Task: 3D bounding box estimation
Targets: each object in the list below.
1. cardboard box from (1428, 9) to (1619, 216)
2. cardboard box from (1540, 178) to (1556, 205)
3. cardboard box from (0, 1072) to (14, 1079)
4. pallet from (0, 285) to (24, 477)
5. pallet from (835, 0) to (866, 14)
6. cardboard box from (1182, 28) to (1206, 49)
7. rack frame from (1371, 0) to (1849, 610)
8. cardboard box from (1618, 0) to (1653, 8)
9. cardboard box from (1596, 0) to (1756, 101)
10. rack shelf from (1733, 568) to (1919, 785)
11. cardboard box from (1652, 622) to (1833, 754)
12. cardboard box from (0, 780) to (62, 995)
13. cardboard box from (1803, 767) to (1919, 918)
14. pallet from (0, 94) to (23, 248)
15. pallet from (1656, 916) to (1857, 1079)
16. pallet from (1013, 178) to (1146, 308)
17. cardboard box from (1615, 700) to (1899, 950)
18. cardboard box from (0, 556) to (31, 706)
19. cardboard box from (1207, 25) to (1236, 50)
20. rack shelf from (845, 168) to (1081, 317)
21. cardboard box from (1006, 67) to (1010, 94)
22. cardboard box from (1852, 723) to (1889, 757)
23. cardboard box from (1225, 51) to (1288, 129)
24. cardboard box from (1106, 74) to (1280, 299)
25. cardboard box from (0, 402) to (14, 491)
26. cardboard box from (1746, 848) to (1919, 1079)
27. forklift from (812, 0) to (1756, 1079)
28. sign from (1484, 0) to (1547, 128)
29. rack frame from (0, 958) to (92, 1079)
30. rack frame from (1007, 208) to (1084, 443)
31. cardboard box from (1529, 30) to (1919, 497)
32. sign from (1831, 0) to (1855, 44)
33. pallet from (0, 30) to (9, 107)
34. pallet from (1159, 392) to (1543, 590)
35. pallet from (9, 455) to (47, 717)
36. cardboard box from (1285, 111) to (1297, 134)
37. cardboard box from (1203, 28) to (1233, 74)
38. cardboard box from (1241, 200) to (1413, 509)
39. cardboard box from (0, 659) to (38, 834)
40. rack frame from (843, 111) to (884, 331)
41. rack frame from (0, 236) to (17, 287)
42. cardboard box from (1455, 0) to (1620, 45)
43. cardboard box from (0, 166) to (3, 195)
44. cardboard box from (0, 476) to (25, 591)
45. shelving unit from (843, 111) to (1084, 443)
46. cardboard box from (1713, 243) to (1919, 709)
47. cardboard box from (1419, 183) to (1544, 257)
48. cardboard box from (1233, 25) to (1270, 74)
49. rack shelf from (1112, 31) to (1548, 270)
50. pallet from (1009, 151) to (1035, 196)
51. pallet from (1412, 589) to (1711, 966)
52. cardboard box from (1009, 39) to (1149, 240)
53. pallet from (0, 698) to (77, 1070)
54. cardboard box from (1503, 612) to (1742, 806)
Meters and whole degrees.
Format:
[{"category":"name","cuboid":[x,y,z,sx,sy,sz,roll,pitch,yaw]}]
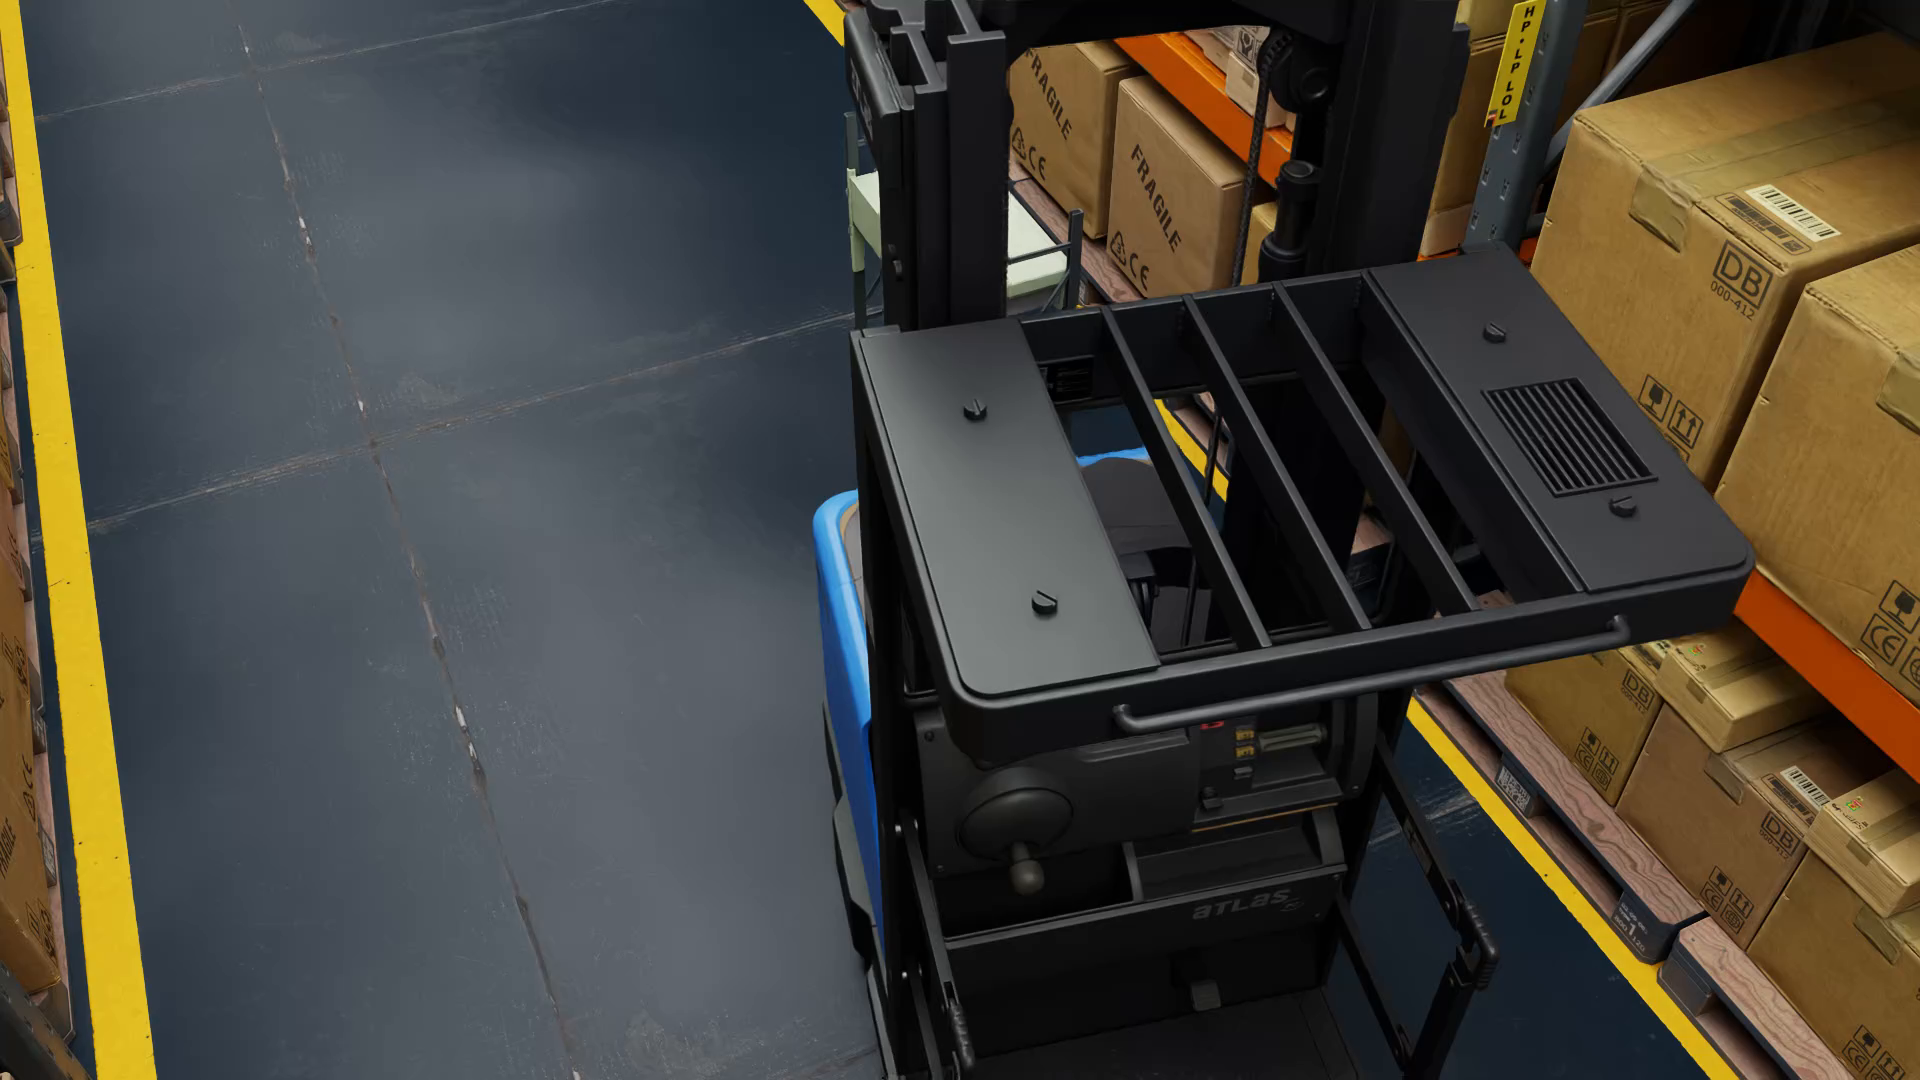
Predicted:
[{"category":"cardboard box","cuboid":[1.406,-1.298,4.633,0.500,0.500,0.500,-19,48,-18]},{"category":"cardboard box","cuboid":[1.868,-1.120,4.914,0.380,0.149,0.250,-19,48,-19]},{"category":"cardboard box","cuboid":[-2.167,1.548,3.512,0.500,0.500,0.500,-18,47,-17]},{"category":"pallet","cuboid":[-4.066,-0.534,6.141,1.003,0.211,1.213,-18,47,-17]},{"category":"pallet","cuboid":[-0.180,-2.985,8.625,1.003,0.211,1.213,-18,47,-17]},{"category":"cardboard box","cuboid":[0.935,-1.802,5.605,0.380,0.149,0.250,-19,48,-18]},{"category":"rack frame","cuboid":[1.829,-0.930,4.557,1.000,3.000,0.127,-18,47,-17]},{"category":"cardboard box","cuboid":[1.872,-1.715,4.522,0.500,0.250,0.500,-17,47,-16]},{"category":"cardboard box","cuboid":[1.864,-1.446,4.783,0.500,0.500,0.500,-20,48,-19]},{"category":"rack shelf","cuboid":[2.670,0.601,3.518,1.077,0.370,4.000,-18,47,-17]},{"category":"cardboard box","cuboid":[2.029,0.358,4.270,0.380,0.149,0.250,-17,47,-16]},{"category":"cardboard box","cuboid":[-2.646,0.888,4.180,0.500,0.500,0.500,-20,48,-19]},{"category":"cardboard box","cuboid":[2.248,0.691,3.933,0.380,0.149,0.250,-19,48,-19]},{"category":"pallet","cuboid":[-4.657,-1.557,7.178,1.003,0.211,1.213,-18,47,-17]},{"category":"pallet","cuboid":[2.594,1.349,4.233,1.003,0.211,1.213,-18,47,-17]},{"category":"pallet","cuboid":[0.919,-1.185,6.801,1.003,0.211,1.213,-18,47,-17]},{"category":"cardboard box","cuboid":[2.258,0.638,4.448,0.700,0.500,0.500,-18,48,-18]},{"category":"cardboard box","cuboid":[-3.084,0.231,4.847,0.500,0.500,0.500,-17,47,-17]},{"category":"cardboard box","cuboid":[0.979,-1.943,5.286,0.500,0.500,0.500,-18,47,-17]},{"category":"rack shelf","cuboid":[-0.003,-0.816,4.953,0.431,0.370,0.720,-18,47,-17]},{"category":"cardboard box","cuboid":[0.337,-2.356,7.233,0.750,0.750,0.750,-19,48,-18]},{"category":"cardboard box","cuboid":[2.504,0.438,4.189,0.380,0.149,0.250,-19,48,-19]},{"category":"cardboard box","cuboid":[1.070,-1.463,5.261,0.380,0.149,0.250,-18,47,-17]},{"category":"cardboard box","cuboid":[1.061,-1.256,6.118,0.750,0.750,0.750,-17,47,-16]},{"category":"cardboard box","cuboid":[-3.522,-0.424,5.510,0.500,0.500,0.500,-20,48,-19]},{"category":"cardboard box","cuboid":[2.472,0.966,4.116,0.700,0.500,0.500,-17,47,-16]},{"category":"forklift","cuboid":[0.426,0.538,3.118,1.130,2.935,3.031,-9,45,-9]},{"category":"sign","cuboid":[1.341,-1.147,4.009,0.100,0.325,0.005,-18,47,-17]},{"category":"rack frame","cuboid":[-2.661,0.534,3.073,0.949,2.616,0.053,-18,47,-17]},{"category":"rack frame","cuboid":[0.151,-0.305,4.991,0.400,1.500,0.023,-18,47,-17]},{"category":"cardboard box","cuboid":[2.042,-0.686,4.096,0.980,0.700,0.700,-17,47,-17]},{"category":"sign","cuboid":[2.332,-1.431,4.392,0.100,0.325,0.005,-18,47,-17]},{"category":"pallet","cuboid":[-5.166,-2.334,7.965,1.003,0.211,1.213,-18,47,-17]},{"category":"pallet","cuboid":[1.436,-0.407,6.012,1.003,0.211,1.213,-18,47,-17]},{"category":"pallet","cuboid":[-3.557,0.242,5.354,1.003,0.211,1.213,-18,47,-17]},{"category":"cardboard box","cuboid":[1.234,-1.312,5.108,0.380,0.149,0.250,-17,47,-16]},{"category":"cardboard box","cuboid":[1.027,-1.638,5.439,0.380,0.149,0.250,-18,47,-17]},{"category":"cardboard box","cuboid":[1.438,-0.690,5.545,0.750,0.750,0.750,-18,47,-17]},{"category":"cardboard box","cuboid":[-2.881,0.552,4.522,0.500,0.500,0.500,-17,47,-17]},{"category":"rack frame","cuboid":[-0.157,-0.771,5.464,0.400,1.500,0.023,-18,47,-17]},{"category":"rack frame","cuboid":[-4.346,-2.014,5.655,1.000,3.000,0.127,-18,47,-17]},{"category":"cardboard box","cuboid":[1.400,-1.568,4.372,0.500,0.250,0.500,-17,47,-16]},{"category":"cardboard box","cuboid":[-4.300,-1.605,6.899,0.500,0.250,0.500,-18,47,-18]},{"category":"cardboard box","cuboid":[-3.296,-0.091,5.173,0.500,0.500,0.500,-20,48,-19]},{"category":"shelving unit","cuboid":[-0.003,-0.538,5.228,0.431,1.500,0.755,-18,47,-17]},{"category":"cardboard box","cuboid":[2.344,-0.219,3.623,0.980,0.700,0.700,-19,48,-18]},{"category":"cardboard box","cuboid":[1.430,-0.979,4.772,0.380,0.149,0.250,-18,47,-17]},{"category":"cardboard box","cuboid":[1.183,-1.620,4.959,0.500,0.500,0.500,-18,47,-17]},{"category":"rack shelf","cuboid":[0.988,-1.948,6.101,1.077,0.370,4.000,-18,47,-17]},{"category":"pallet","cuboid":[0.410,-1.962,7.588,1.003,0.211,1.213,-18,47,-17]},{"category":"pallet","cuboid":[2.078,0.570,5.022,1.003,0.211,1.213,-18,47,-17]},{"category":"cardboard box","cuboid":[0.700,-1.796,6.666,0.750,0.750,0.750,-18,47,-18]},{"category":"pallet","cuboid":[-3.040,1.021,4.565,1.003,0.211,1.213,-18,47,-17]},{"category":"cardboard box","cuboid":[2.050,0.317,4.774,0.700,0.500,0.500,-17,47,-17]}]
